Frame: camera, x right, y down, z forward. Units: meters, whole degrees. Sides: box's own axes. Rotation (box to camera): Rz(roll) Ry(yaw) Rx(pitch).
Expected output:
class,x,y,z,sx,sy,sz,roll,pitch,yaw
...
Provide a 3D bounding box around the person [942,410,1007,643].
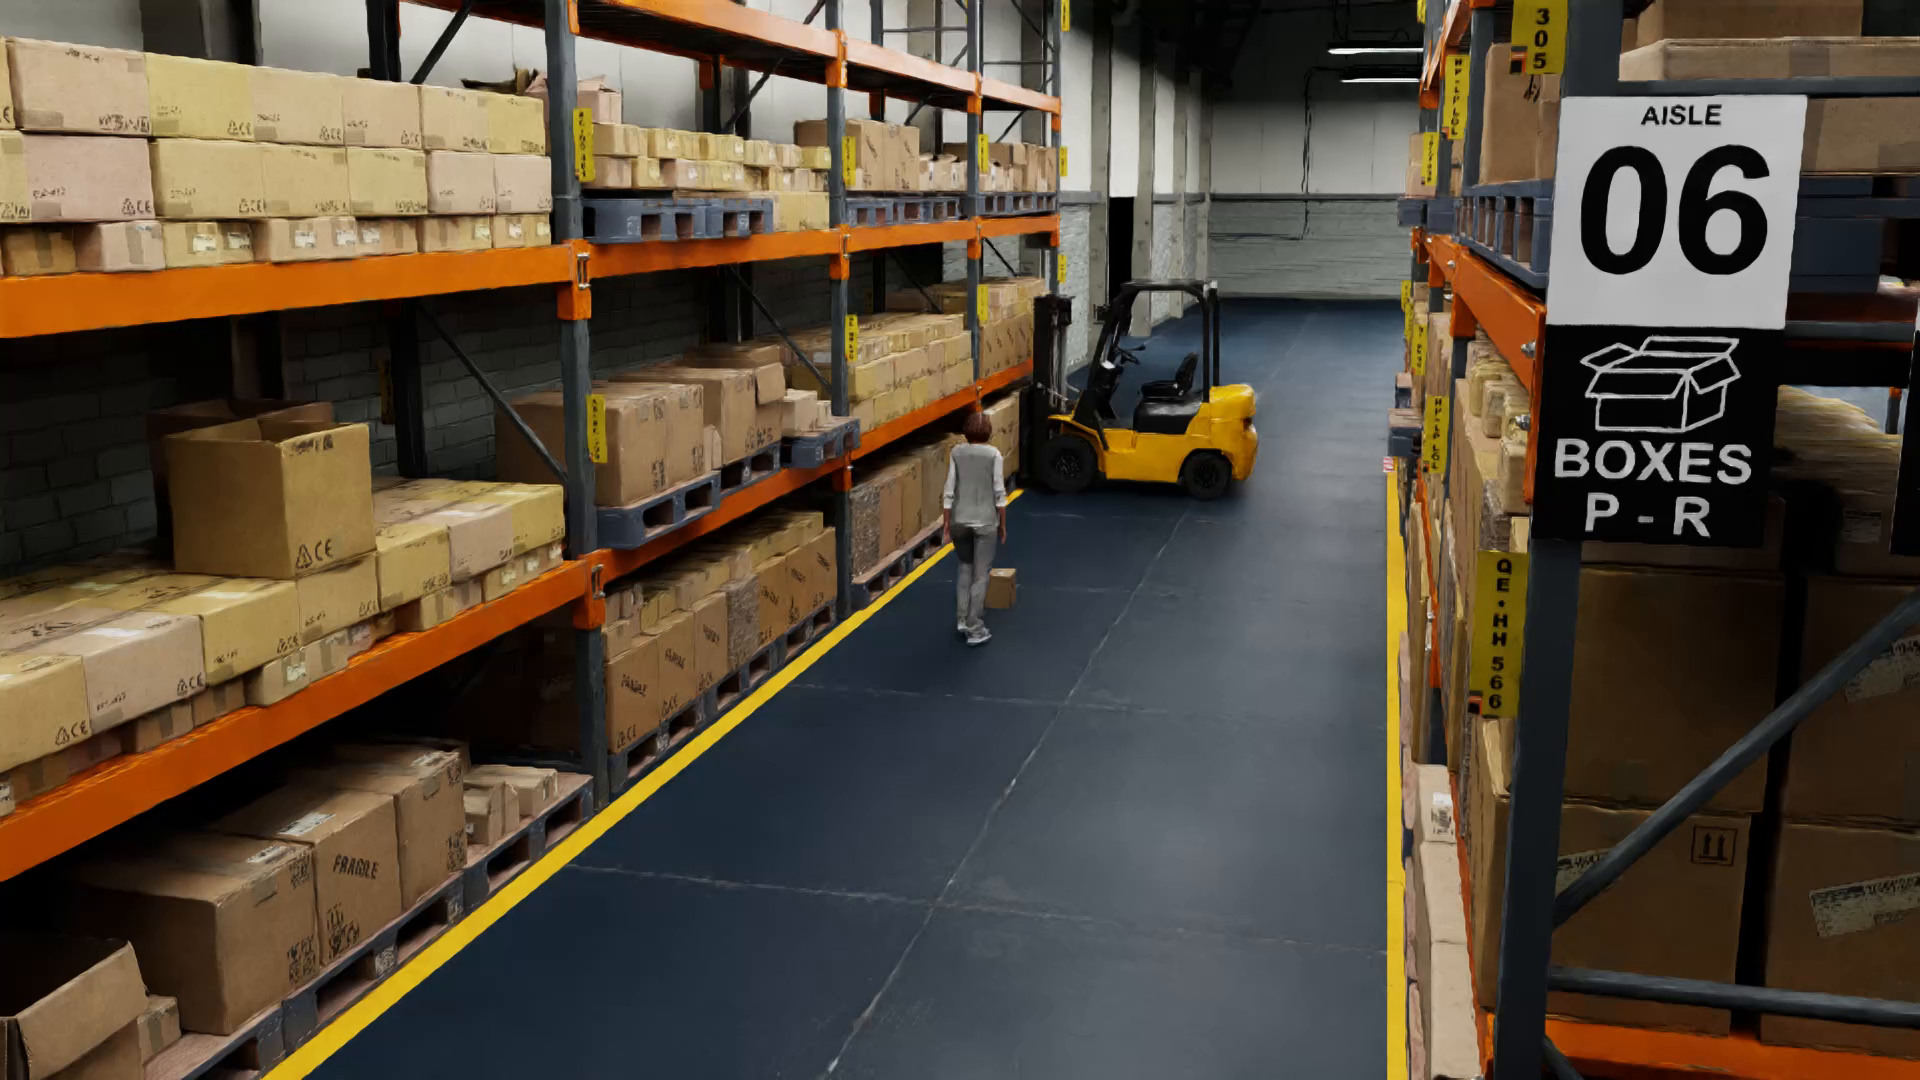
class,x,y,z,sx,sy,sz,roll,pitch,yaw
person,0.096,-0.095,11.381,0.435,1.590,0.441,4,12,18
